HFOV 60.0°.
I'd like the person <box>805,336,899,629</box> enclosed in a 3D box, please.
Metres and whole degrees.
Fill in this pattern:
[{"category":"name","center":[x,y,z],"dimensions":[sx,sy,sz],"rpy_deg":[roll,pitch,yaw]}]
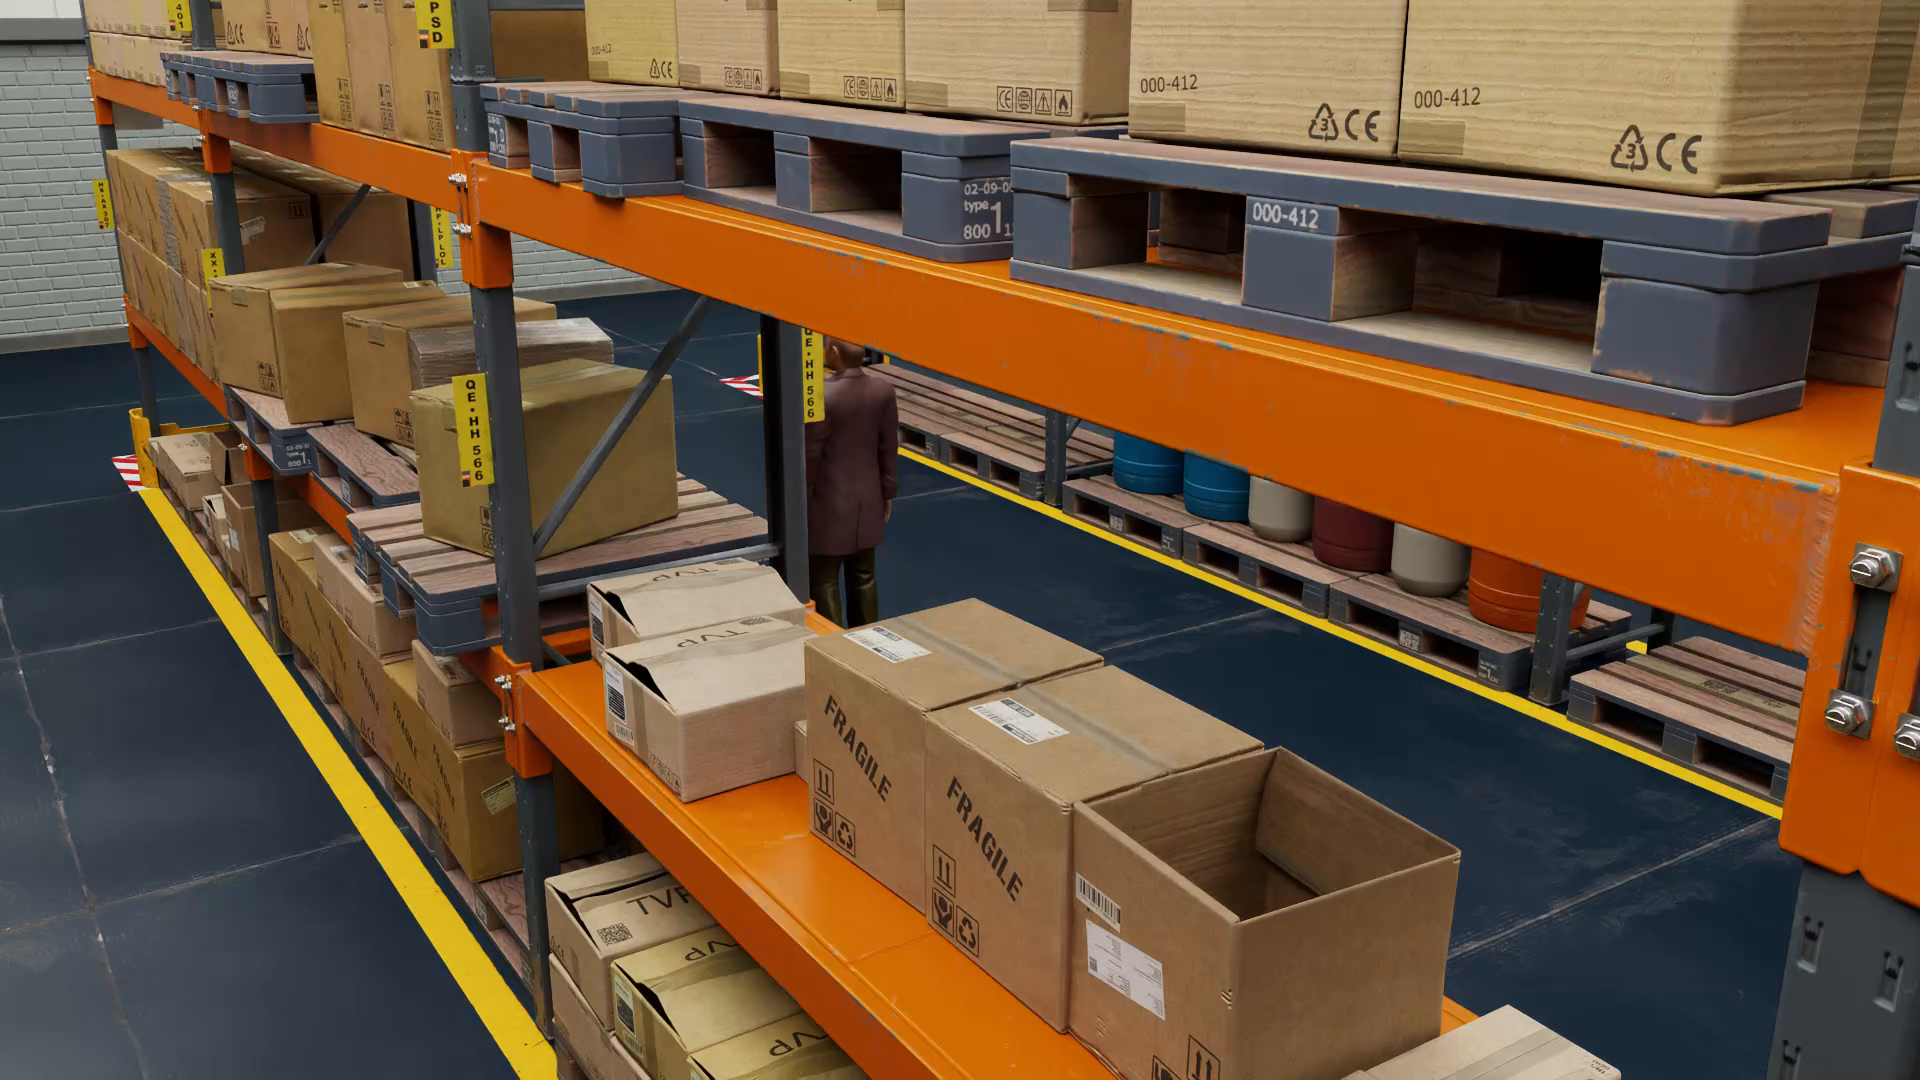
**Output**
[{"category":"person","center":[-0.571,-0.157,8.094],"dimensions":[0.622,1.829,0.432],"rpy_deg":[-14,22,-36]}]
